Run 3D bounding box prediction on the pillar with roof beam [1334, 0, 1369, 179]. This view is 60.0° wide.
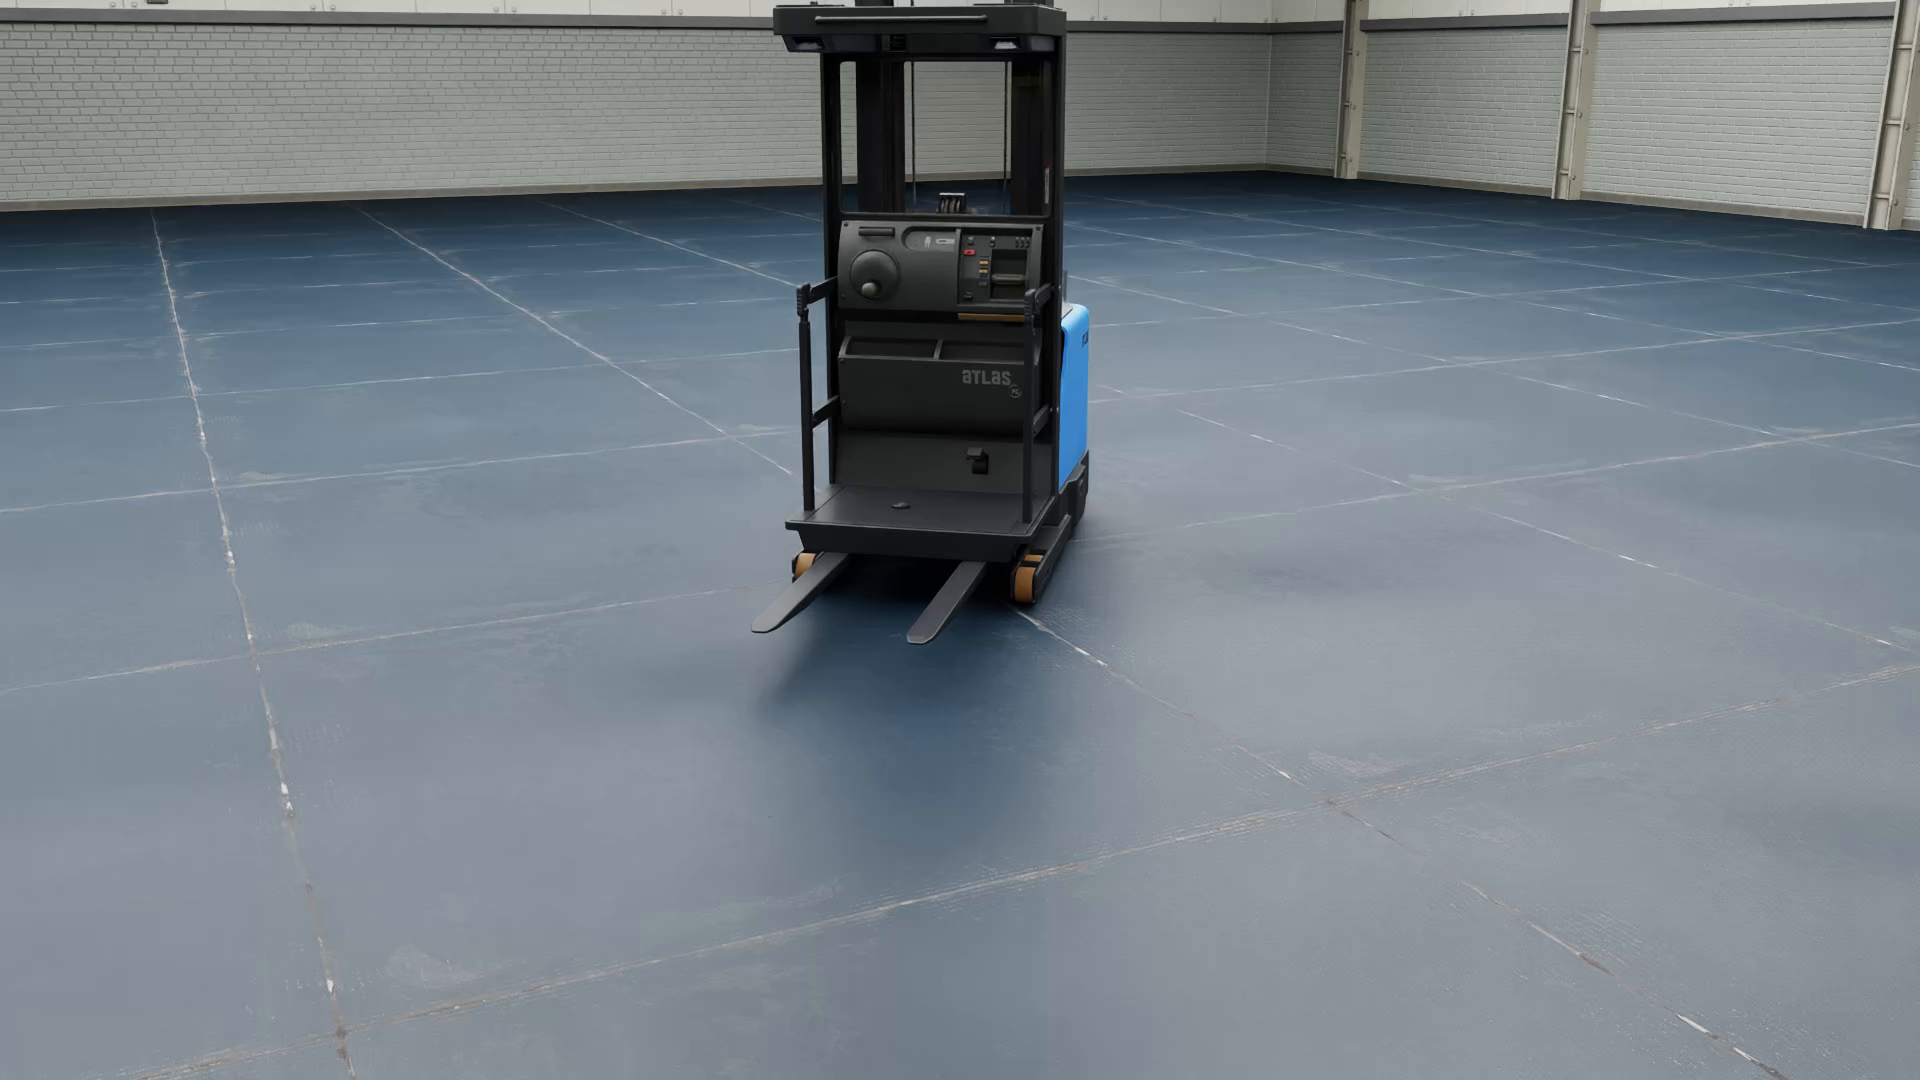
[{"bbox_3d":[4.052,-11.232,31.078,9.100,9.000,0.400,-8,18,-25],"label":"pillar with roof beam"}]

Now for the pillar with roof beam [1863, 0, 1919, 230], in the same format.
[{"bbox_3d":[9.309,-8.257,20.709,9.100,9.000,0.400,-8,18,-25],"label":"pillar with roof beam"}]

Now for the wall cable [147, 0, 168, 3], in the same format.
[{"bbox_3d":[-11.955,-11.614,26.243,2.305,6.003,0.169,-8,18,-25],"label":"wall cable"}]

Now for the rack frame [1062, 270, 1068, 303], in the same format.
[{"bbox_3d":[0.498,-0.856,9.025,0.006,1.200,0.240,10,16,34],"label":"rack frame"}]

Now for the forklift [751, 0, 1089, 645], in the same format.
[{"bbox_3d":[-0.134,-1.241,7.261,1.130,2.935,3.031,3,16,12],"label":"forklift"}]

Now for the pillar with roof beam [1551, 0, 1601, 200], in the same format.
[{"bbox_3d":[6.681,-9.745,25.893,9.100,9.000,0.400,-8,18,-25],"label":"pillar with roof beam"}]

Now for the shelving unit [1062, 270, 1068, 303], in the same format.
[{"bbox_3d":[0.423,-0.870,9.076,0.189,1.200,0.258,10,16,34],"label":"shelving unit"}]
